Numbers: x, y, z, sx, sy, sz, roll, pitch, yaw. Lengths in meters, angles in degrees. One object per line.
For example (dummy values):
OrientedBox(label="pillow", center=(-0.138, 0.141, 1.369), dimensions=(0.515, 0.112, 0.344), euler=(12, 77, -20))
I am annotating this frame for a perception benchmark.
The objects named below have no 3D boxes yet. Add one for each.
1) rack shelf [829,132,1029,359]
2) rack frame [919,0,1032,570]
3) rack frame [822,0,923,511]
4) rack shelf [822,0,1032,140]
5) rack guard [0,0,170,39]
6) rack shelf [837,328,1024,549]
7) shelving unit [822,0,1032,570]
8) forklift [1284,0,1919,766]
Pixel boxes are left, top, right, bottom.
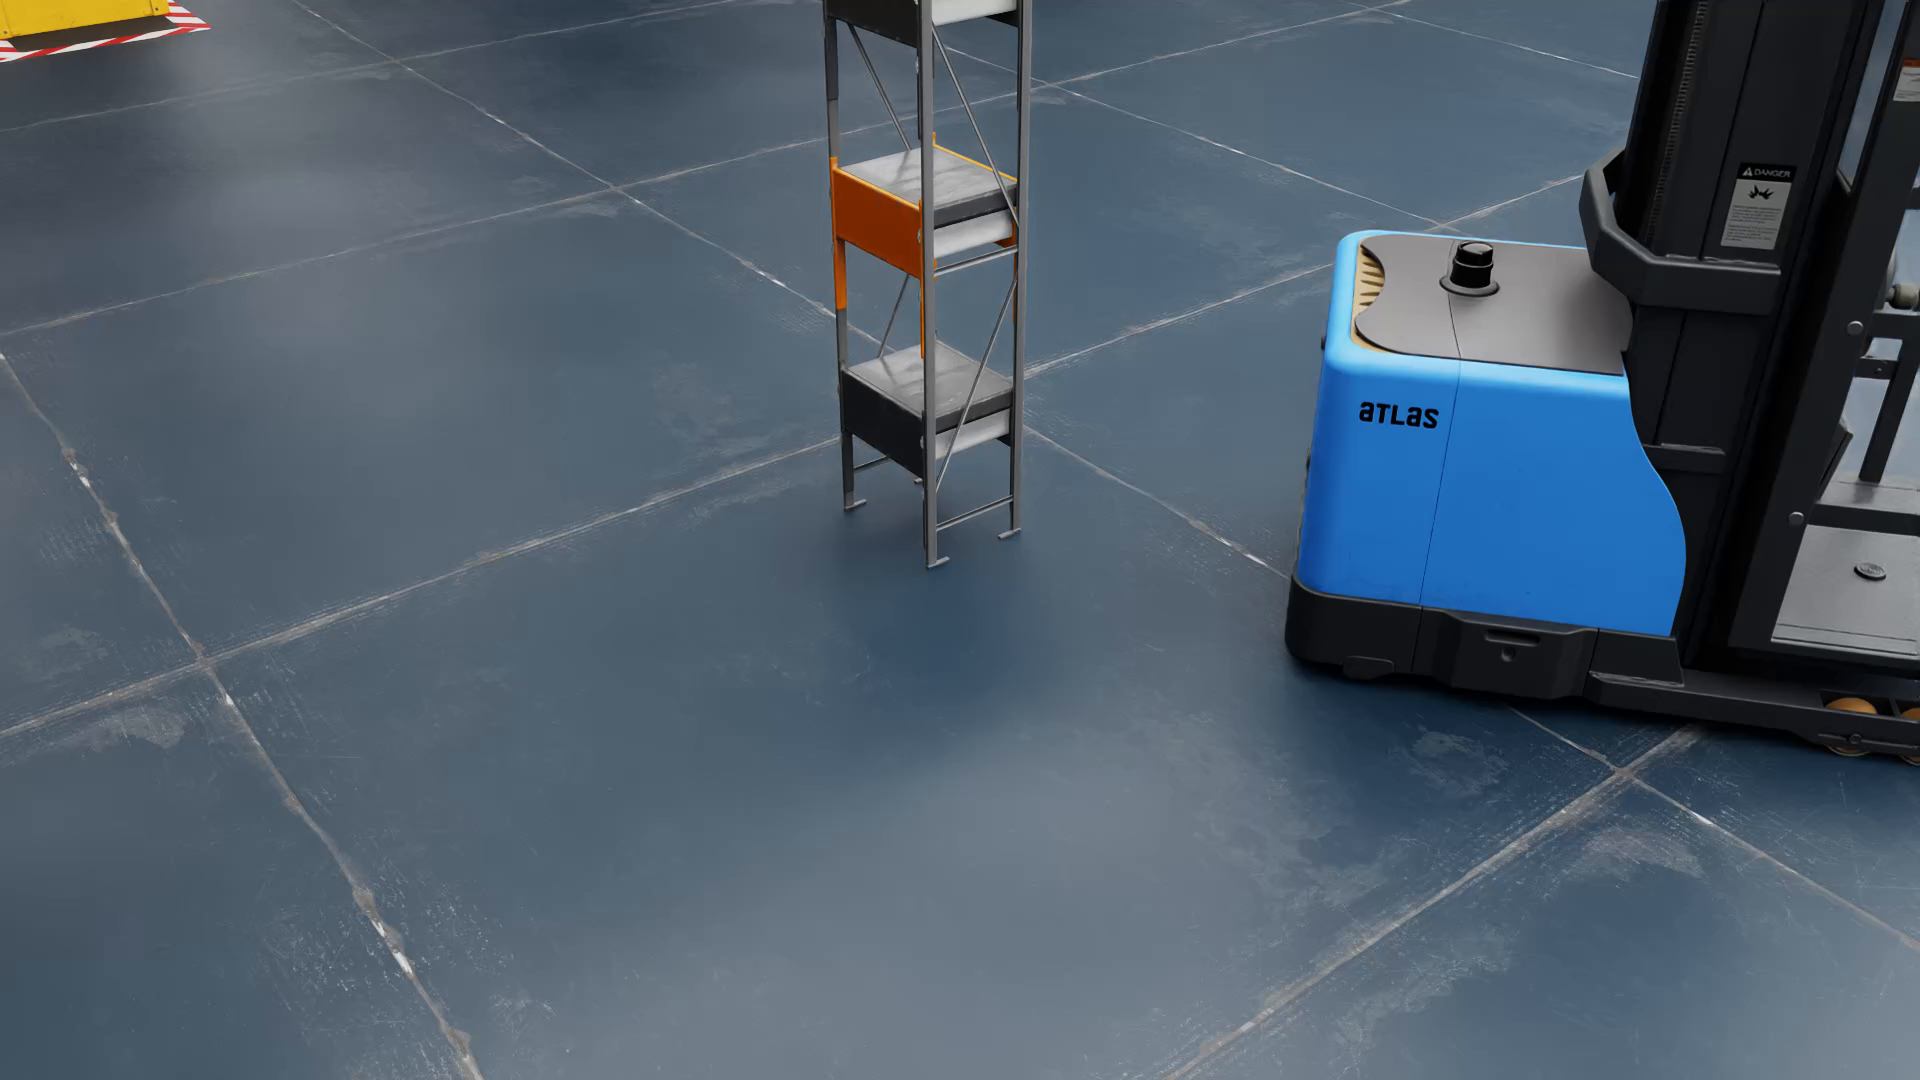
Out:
OrientedBox(label="rack shelf", center=(-0.101, -0.949, 5.314), dimensions=(0.431, 0.518, 0.480), euler=(-22, 38, -31))
OrientedBox(label="rack frame", center=(0.048, -0.859, 5.143), dimensions=(0.400, 2.100, 0.015), euler=(-22, 38, -31))
OrientedBox(label="rack frame", center=(-0.251, -1.063, 5.471), dimensions=(0.400, 2.100, 0.015), euler=(-22, 38, -31))
OrientedBox(label="rack shelf", center=(-0.101, -1.544, 4.945), dimensions=(0.431, 0.518, 0.480), euler=(-22, 38, -31))
OrientedBox(label="rack guard", center=(-6.129, -3.817, 11.421), dimensions=(1.175, 0.500, 0.348), euler=(-22, 38, -31))
OrientedBox(label="rack shelf", center=(-0.102, -0.355, 5.684), dimensions=(0.431, 0.518, 0.480), euler=(-22, 38, -31))
OrientedBox(label="shelving unit", center=(-0.101, -0.961, 5.307), dimensions=(0.431, 2.100, 0.503), euler=(-22, 38, -31))
OrientedBox(label="forklift", center=(2.571, -0.913, 4.442), dimensions=(3.031, 2.935, 1.130), euler=(7, 33, 11))
